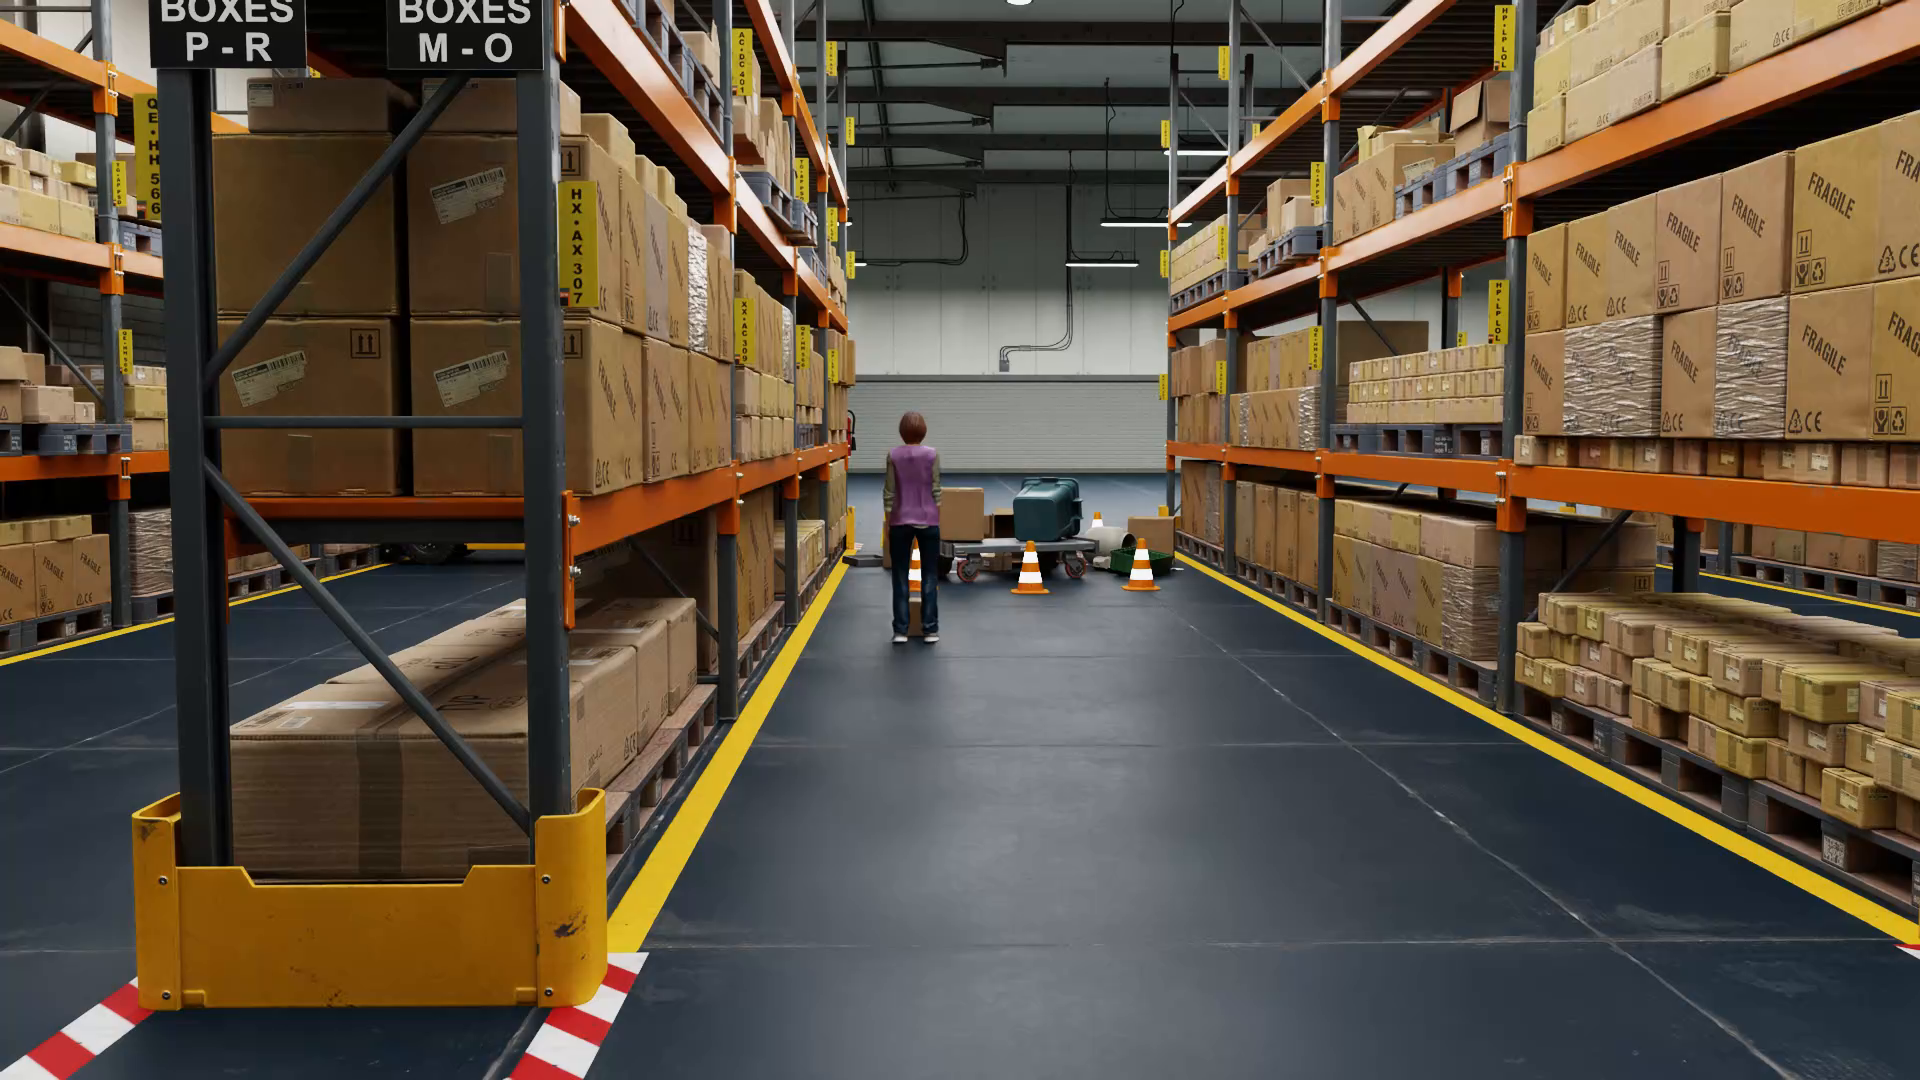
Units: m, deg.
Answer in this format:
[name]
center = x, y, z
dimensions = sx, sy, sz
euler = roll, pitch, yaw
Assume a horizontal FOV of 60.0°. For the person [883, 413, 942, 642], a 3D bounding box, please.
[person]
center = -0.331, -0.079, 11.497
dimensions = 0.409, 1.596, 0.301
euler = 0, 4, 0
